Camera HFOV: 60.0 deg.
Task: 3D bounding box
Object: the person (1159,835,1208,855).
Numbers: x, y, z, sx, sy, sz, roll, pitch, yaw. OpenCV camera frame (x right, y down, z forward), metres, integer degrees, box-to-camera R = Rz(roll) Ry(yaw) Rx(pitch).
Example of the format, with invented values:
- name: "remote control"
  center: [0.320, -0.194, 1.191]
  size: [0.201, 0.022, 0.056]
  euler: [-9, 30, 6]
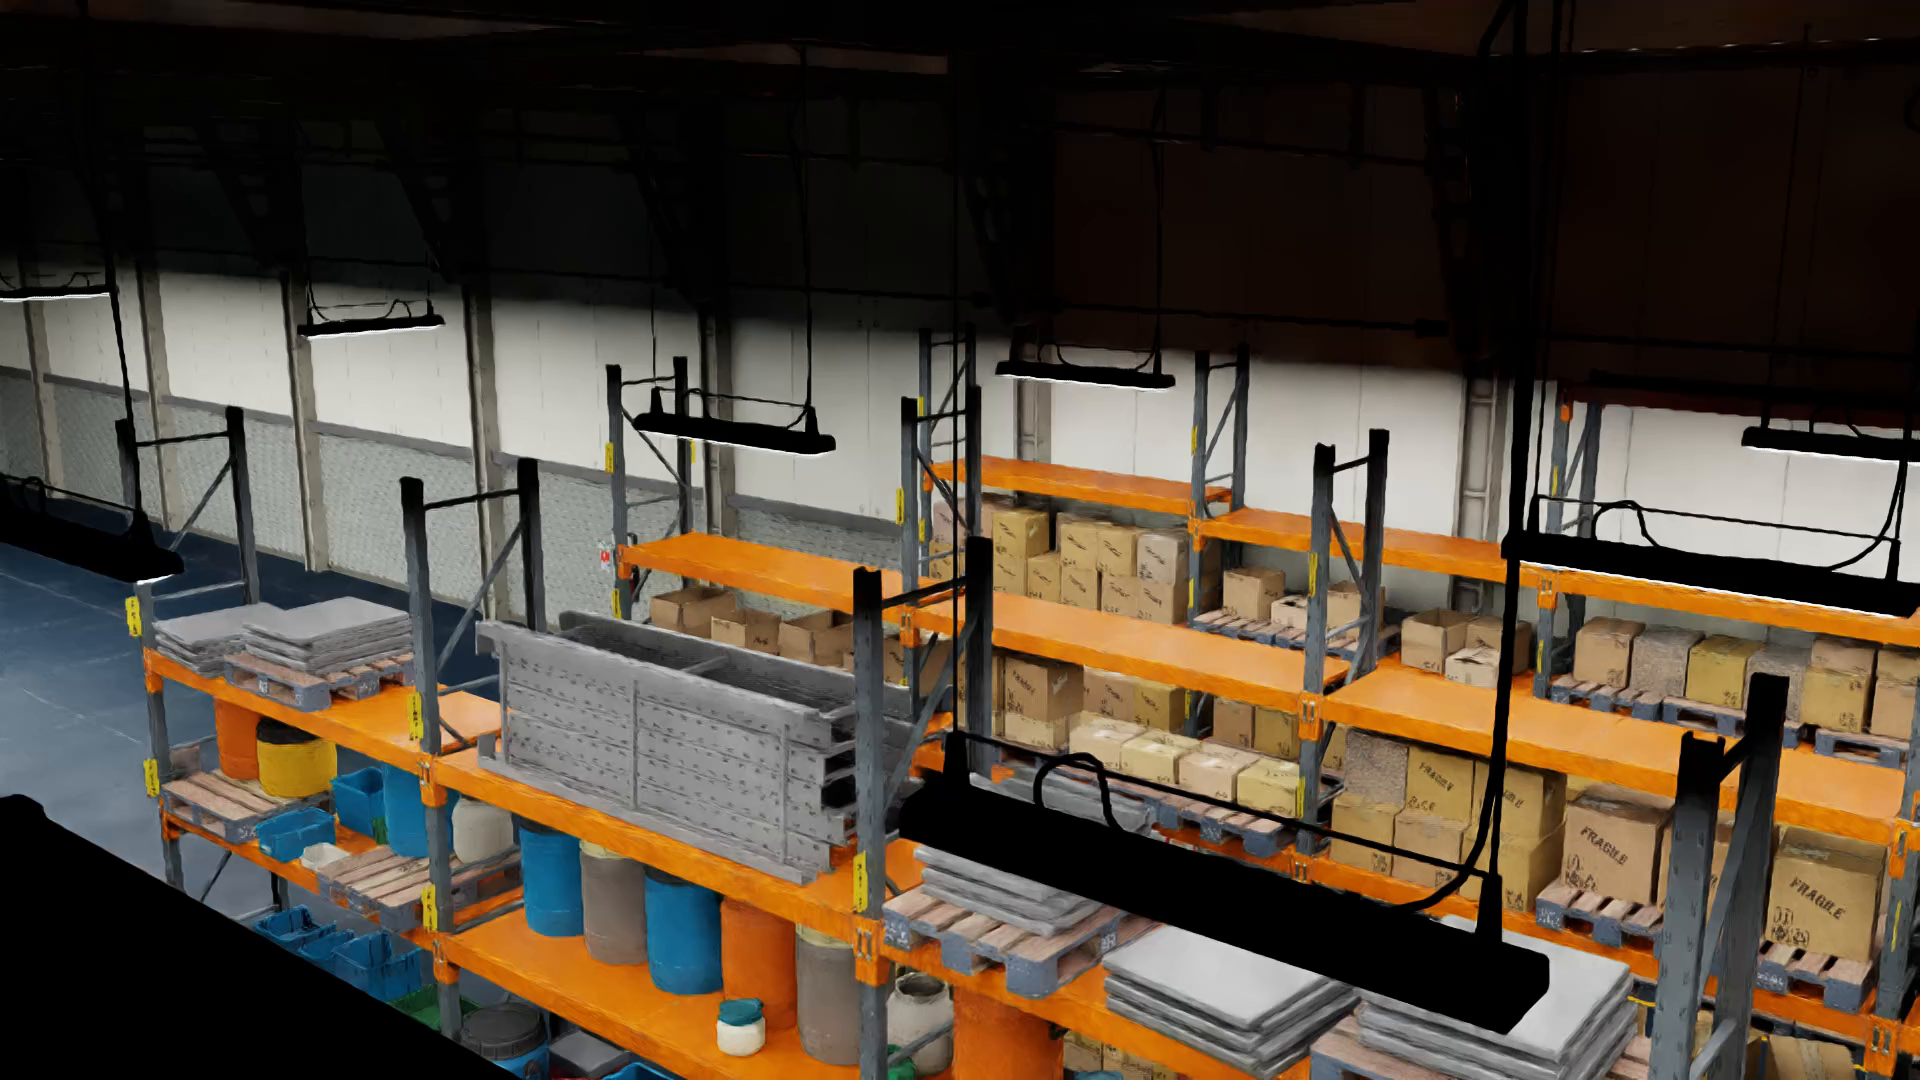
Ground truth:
- name: "person"
  center: [2.204, 3.511, 16.585]
  size: [0.606, 1.786, 0.442]
  euler: [2, 13, 9]
